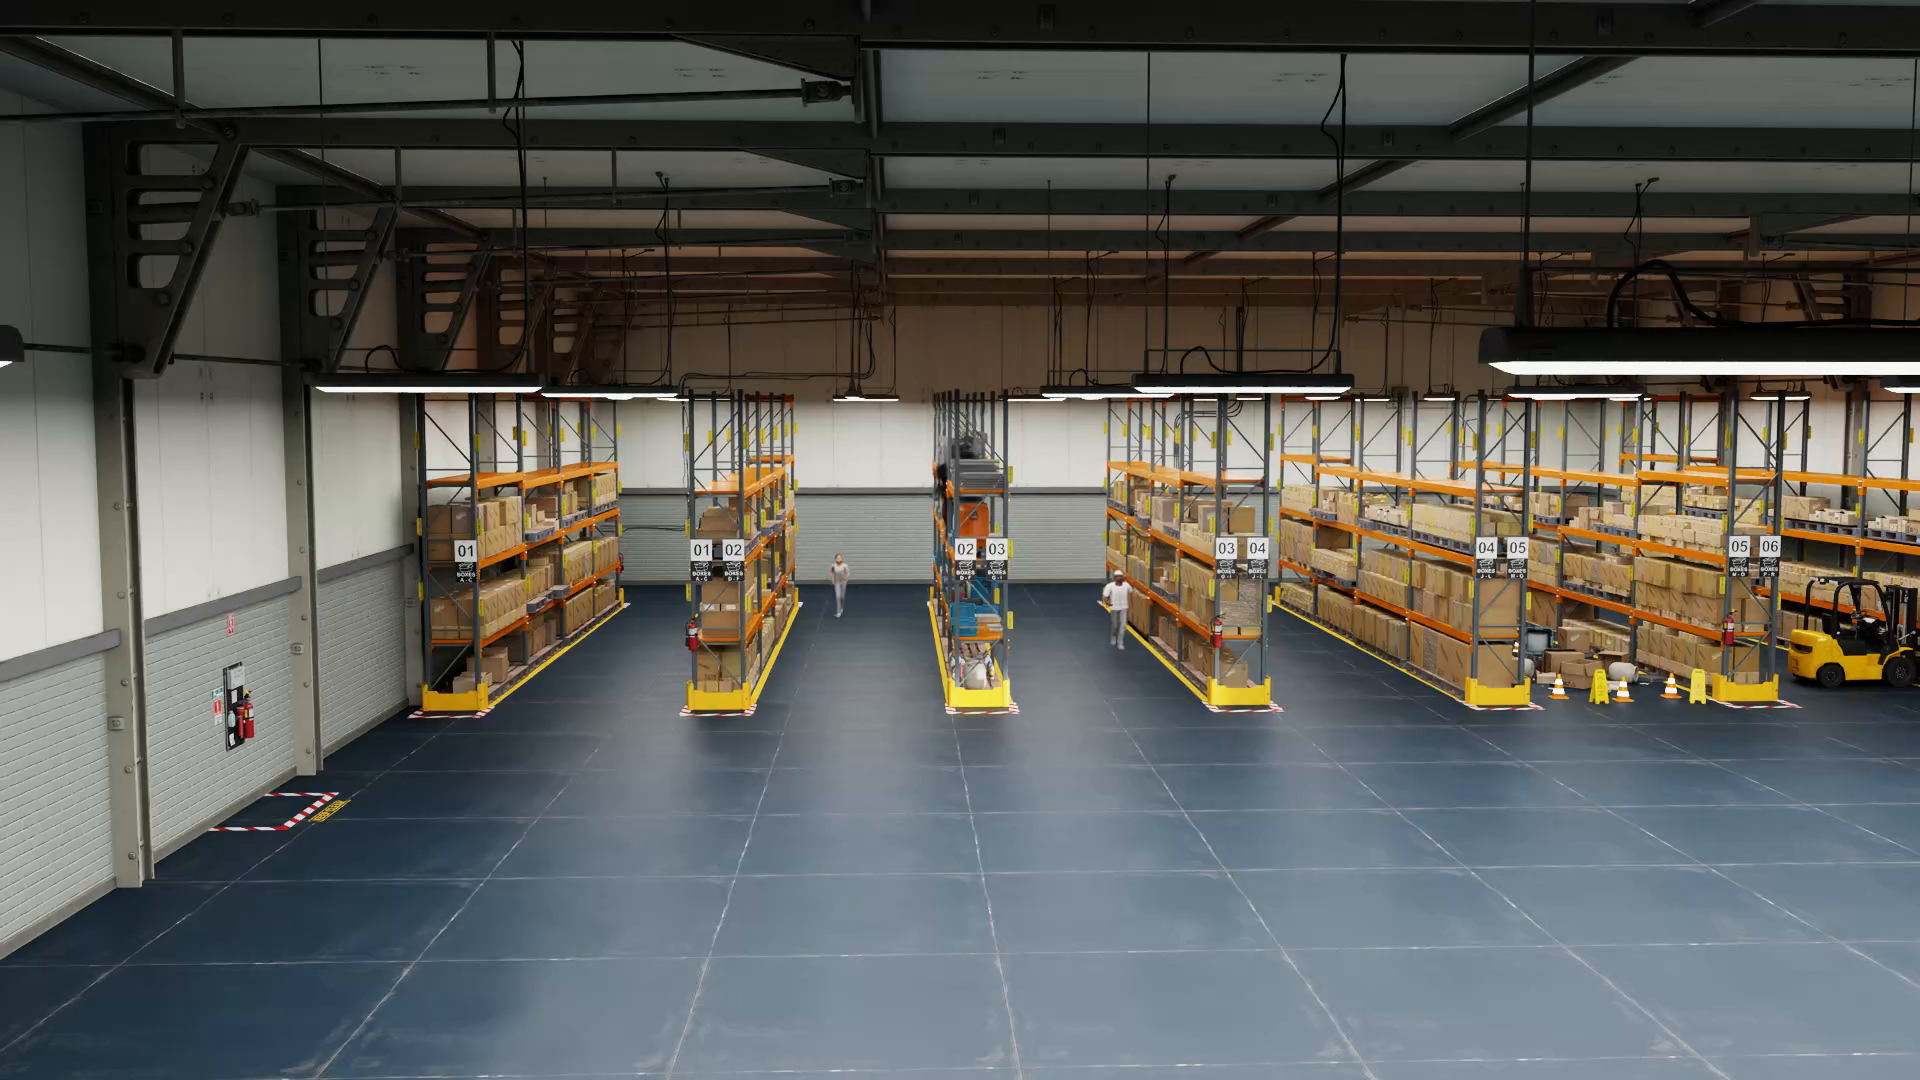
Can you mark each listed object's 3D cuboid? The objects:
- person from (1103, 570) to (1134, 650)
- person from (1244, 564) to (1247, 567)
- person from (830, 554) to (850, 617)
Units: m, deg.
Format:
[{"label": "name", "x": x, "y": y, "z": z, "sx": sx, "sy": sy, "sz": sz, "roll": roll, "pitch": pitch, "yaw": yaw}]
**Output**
[{"label": "person", "x": 3.562, "y": 1.544, "z": 37.130, "sx": 0.713, "sy": 1.741, "sz": 0.818, "roll": 0, "pitch": 5, "yaw": -4}, {"label": "person", "x": 8.500, "y": 0.908, "z": 48.658, "sx": 0.913, "sy": 1.679, "sz": 0.709, "roll": -3, "pitch": 5, "yaw": -32}, {"label": "person", "x": -3.251, "y": 1.213, "z": 45.059, "sx": 0.558, "sy": 1.686, "sz": 0.830, "roll": 0, "pitch": 5, "yaw": -5}]
